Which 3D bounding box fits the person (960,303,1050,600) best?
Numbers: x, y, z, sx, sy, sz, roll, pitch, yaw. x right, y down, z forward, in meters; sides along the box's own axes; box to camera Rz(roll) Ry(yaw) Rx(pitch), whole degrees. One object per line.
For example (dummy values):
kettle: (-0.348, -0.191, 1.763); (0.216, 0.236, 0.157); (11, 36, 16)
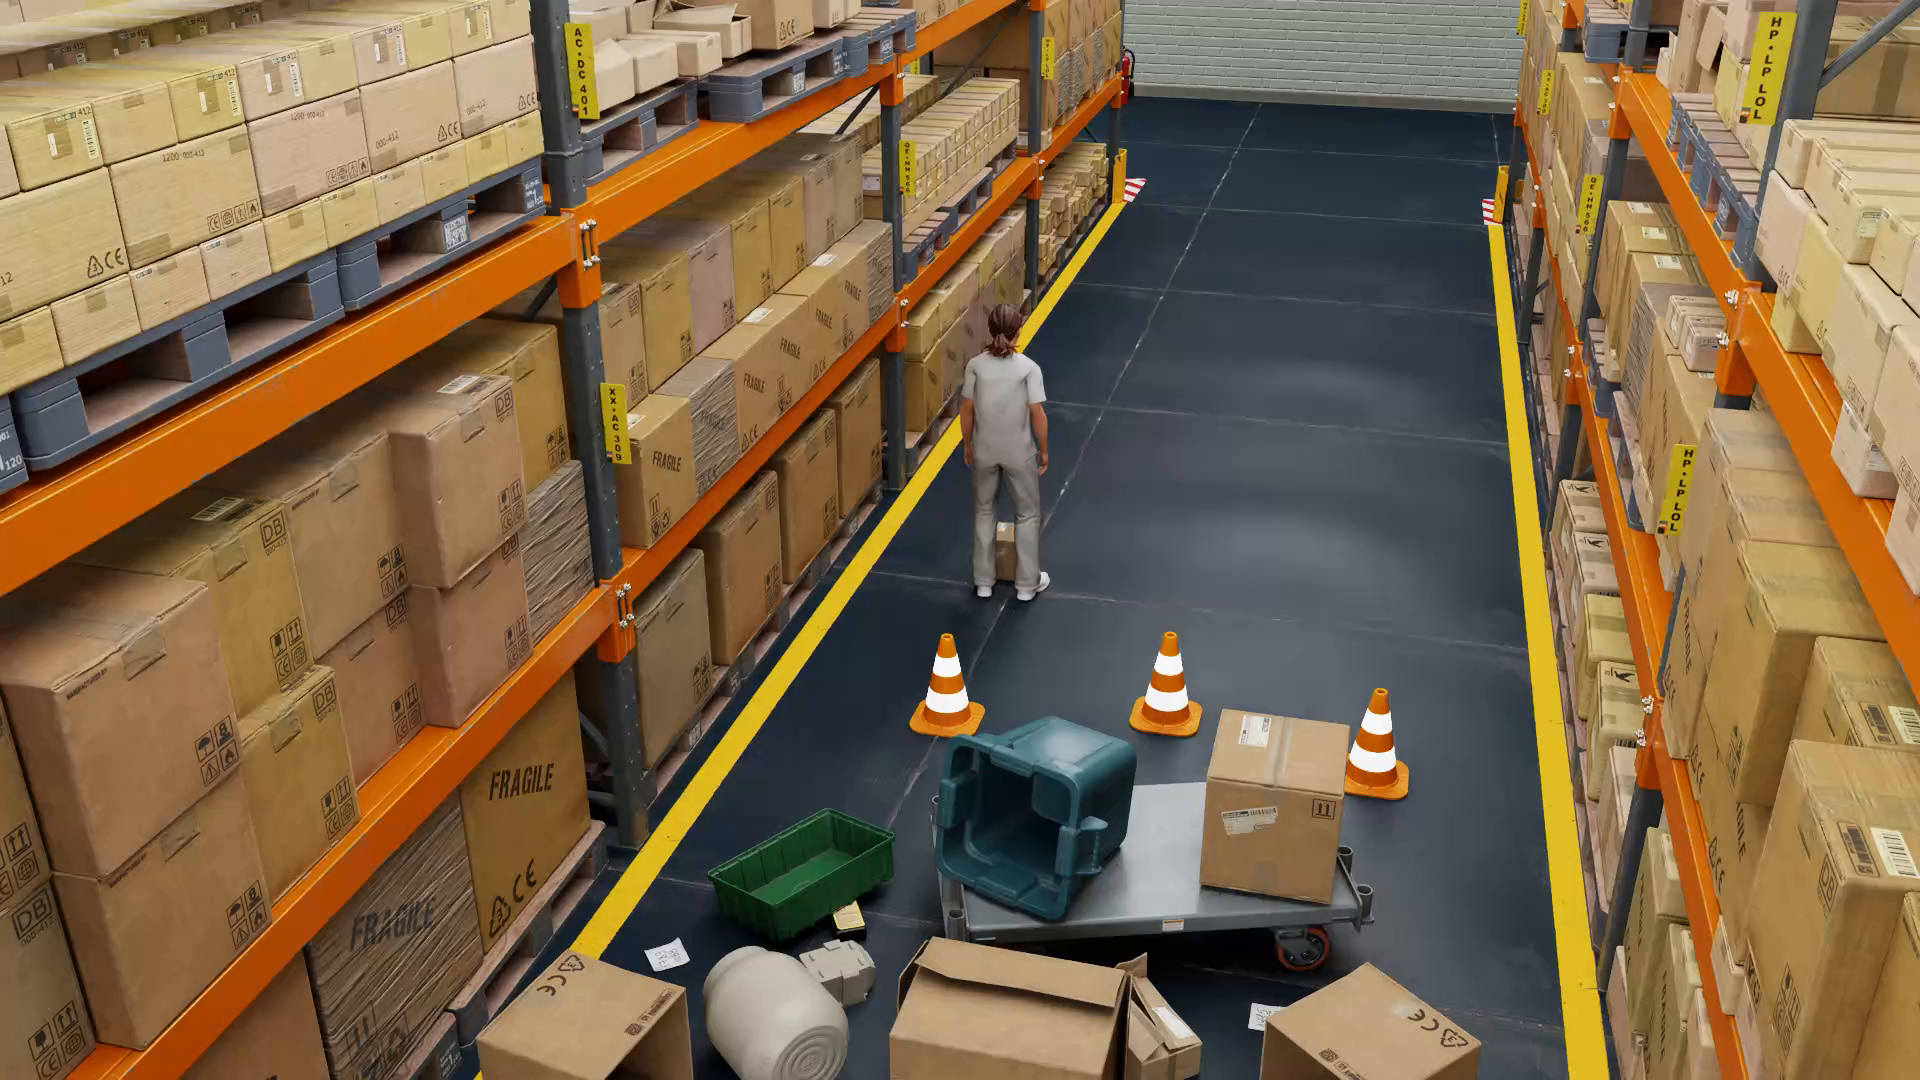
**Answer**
person: (0.244, -0.473, 9.104); (0.487, 1.673, 0.361); (6, 26, 13)
